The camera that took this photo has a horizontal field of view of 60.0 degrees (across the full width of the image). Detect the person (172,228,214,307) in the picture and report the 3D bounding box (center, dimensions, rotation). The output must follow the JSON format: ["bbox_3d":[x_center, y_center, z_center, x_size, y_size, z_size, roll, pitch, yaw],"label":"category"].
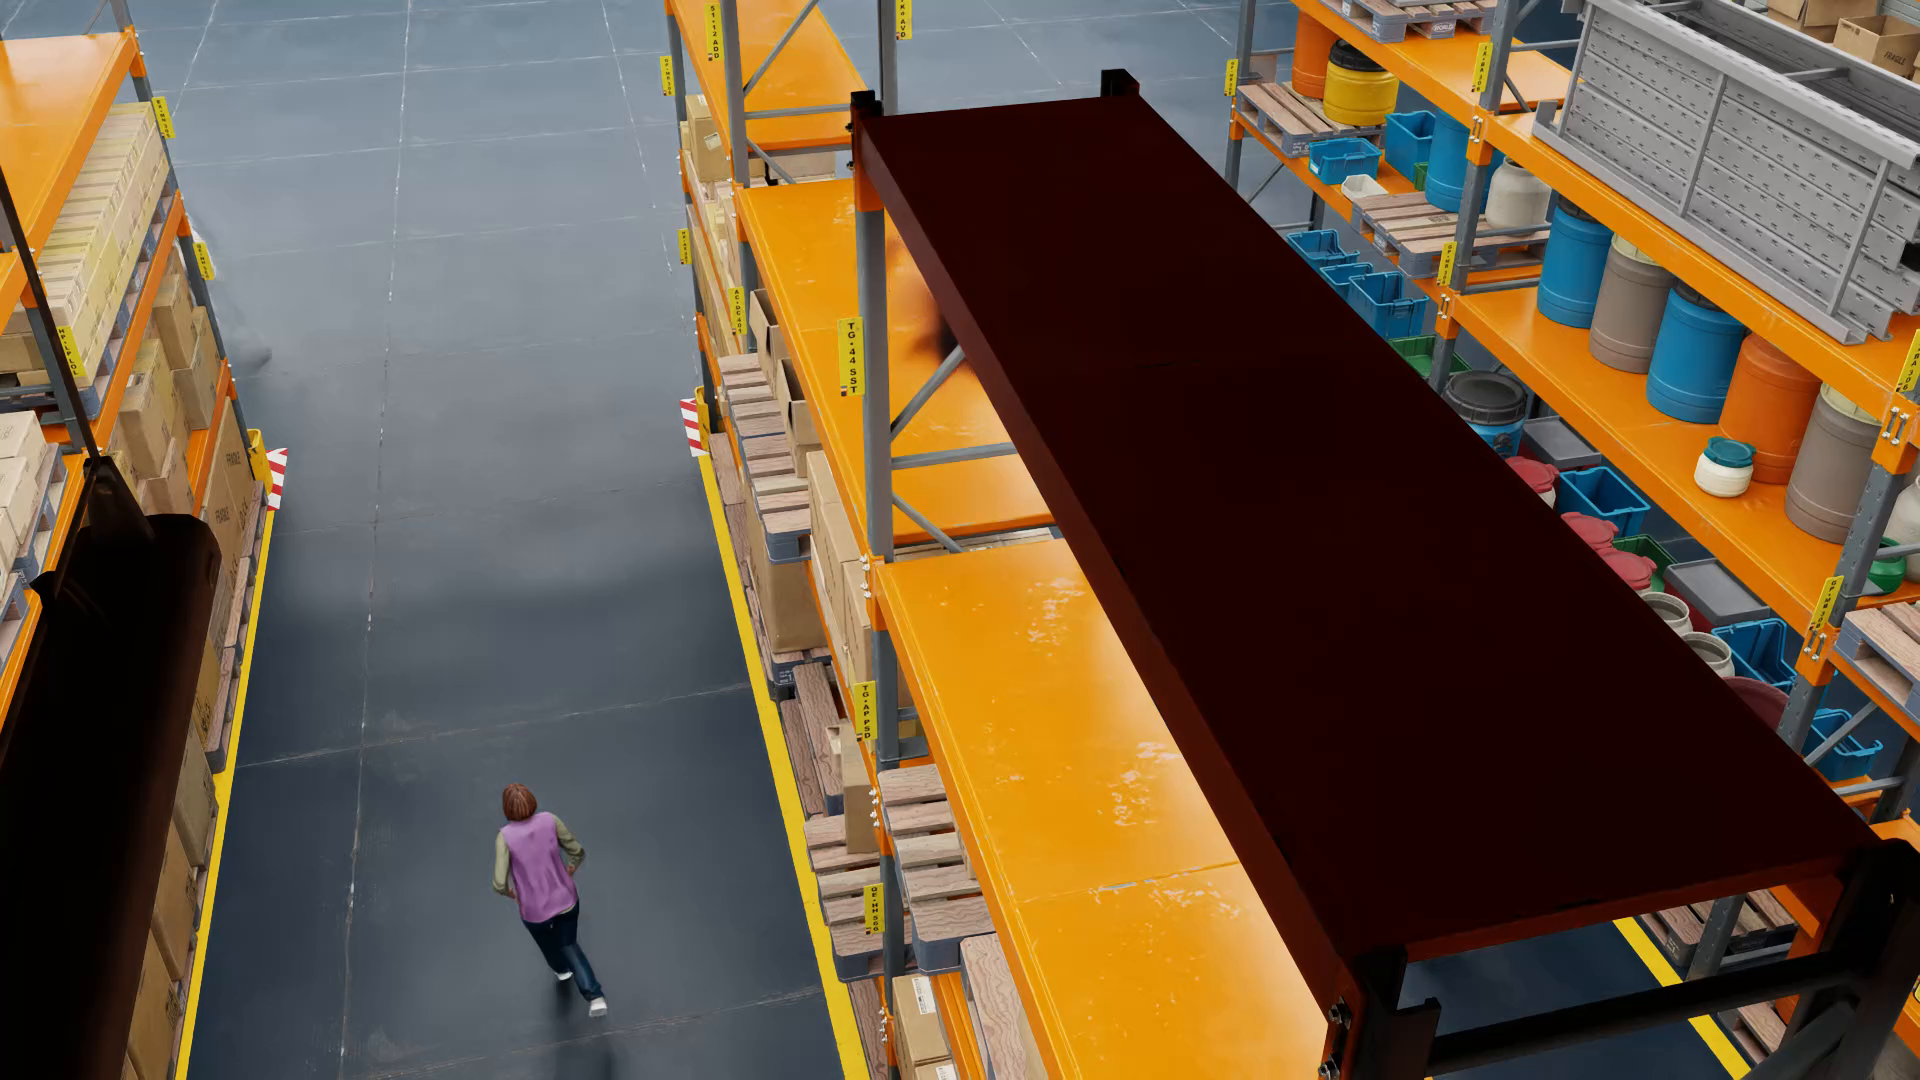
[{"bbox_3d":[-7.907,-2.728,16.621,0.762,1.617,0.591,24,41,30],"label":"person"}]

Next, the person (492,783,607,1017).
[{"bbox_3d":[-2.331,2.186,9.594,0.548,1.541,0.852,-25,42,-32],"label":"person"}]
